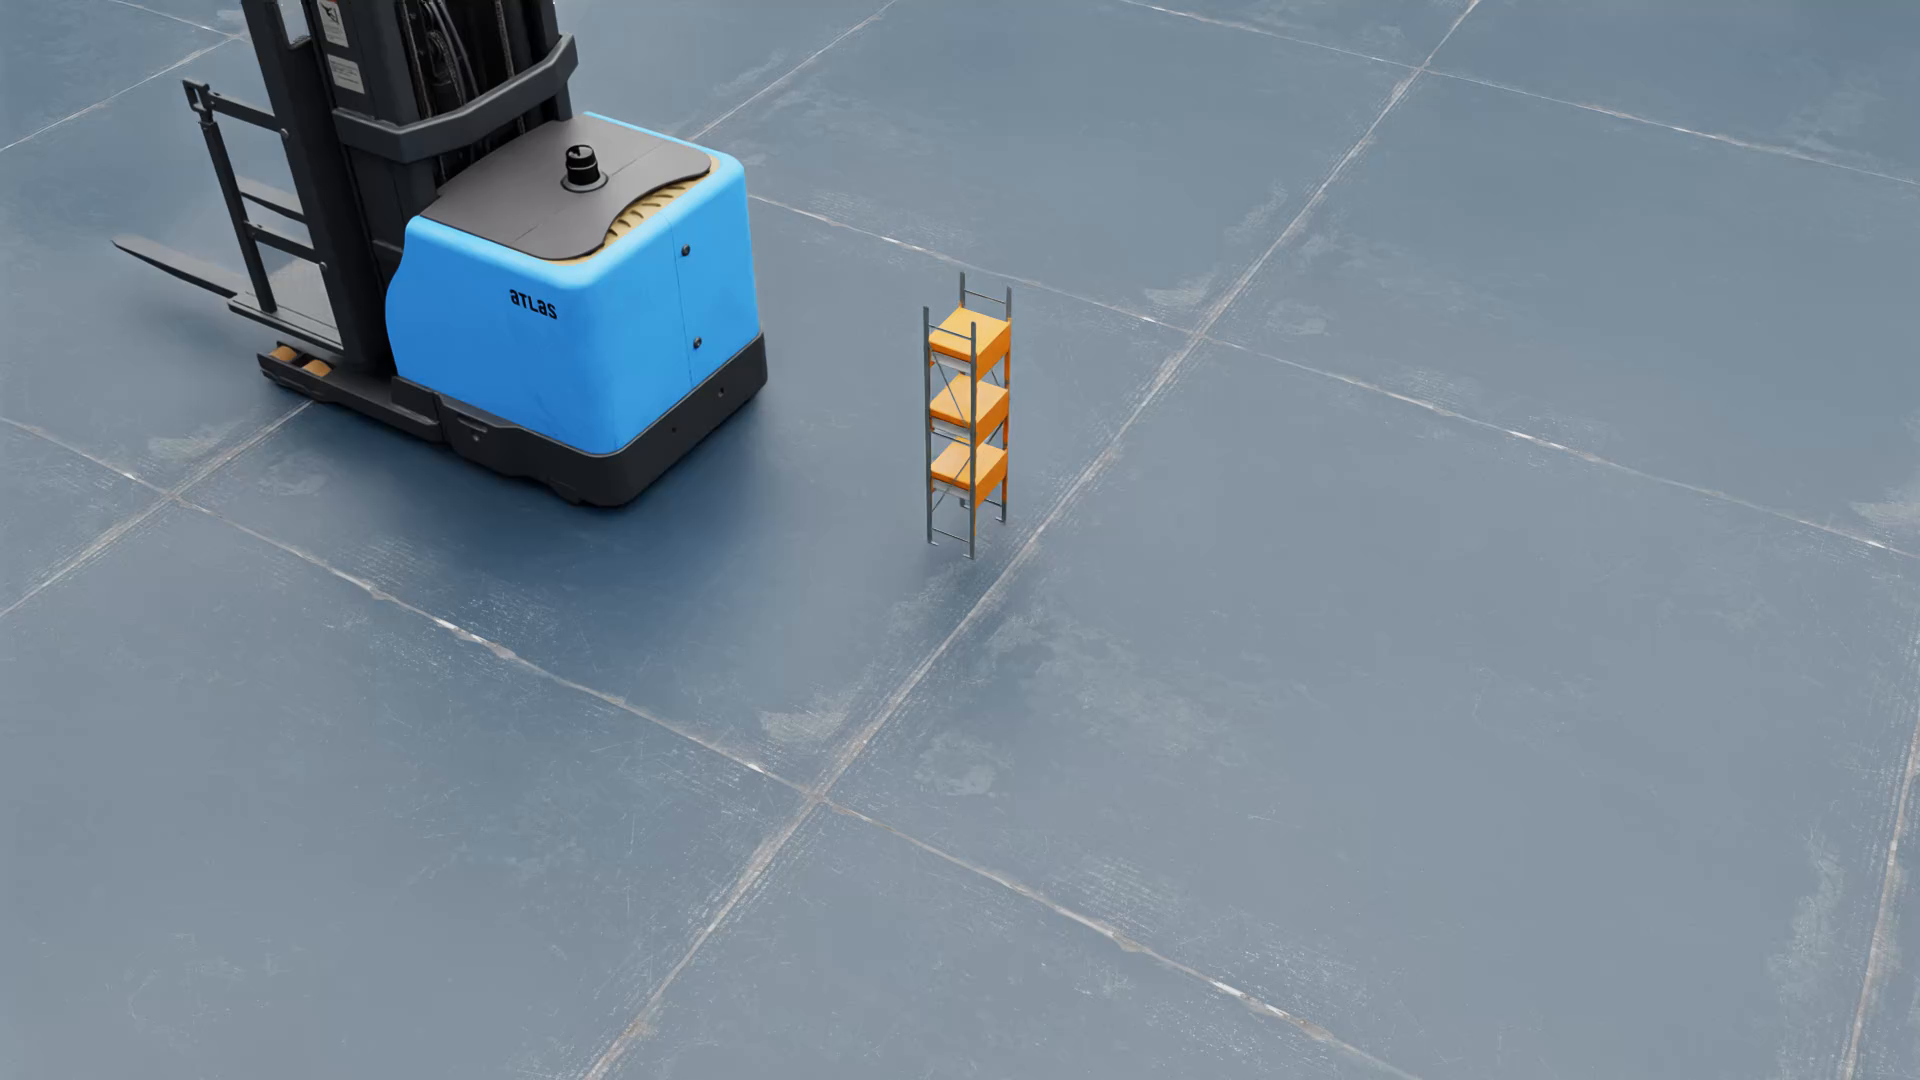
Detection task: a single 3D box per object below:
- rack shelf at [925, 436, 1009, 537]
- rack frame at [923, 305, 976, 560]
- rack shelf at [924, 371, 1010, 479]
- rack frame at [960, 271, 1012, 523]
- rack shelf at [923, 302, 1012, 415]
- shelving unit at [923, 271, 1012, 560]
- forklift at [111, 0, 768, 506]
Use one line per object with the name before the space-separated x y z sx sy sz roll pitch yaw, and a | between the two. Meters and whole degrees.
rack shelf | 0.027 -0.208 6.128 0.215 0.259 0.240 21 45 22
rack frame | -0.034 -0.355 5.859 0.200 1.050 0.008 21 45 22
rack shelf | 0.027 -0.417 5.945 0.215 0.259 0.240 21 45 22
rack frame | 0.088 -0.494 6.017 0.200 1.050 0.008 21 45 22
rack shelf | 0.027 -0.630 5.757 0.215 0.259 0.240 21 45 22
shelving unit | 0.027 -0.425 5.938 0.215 1.050 0.252 21 45 22
forklift | -2.328 -1.955 6.253 3.031 2.935 1.130 21 46 23
